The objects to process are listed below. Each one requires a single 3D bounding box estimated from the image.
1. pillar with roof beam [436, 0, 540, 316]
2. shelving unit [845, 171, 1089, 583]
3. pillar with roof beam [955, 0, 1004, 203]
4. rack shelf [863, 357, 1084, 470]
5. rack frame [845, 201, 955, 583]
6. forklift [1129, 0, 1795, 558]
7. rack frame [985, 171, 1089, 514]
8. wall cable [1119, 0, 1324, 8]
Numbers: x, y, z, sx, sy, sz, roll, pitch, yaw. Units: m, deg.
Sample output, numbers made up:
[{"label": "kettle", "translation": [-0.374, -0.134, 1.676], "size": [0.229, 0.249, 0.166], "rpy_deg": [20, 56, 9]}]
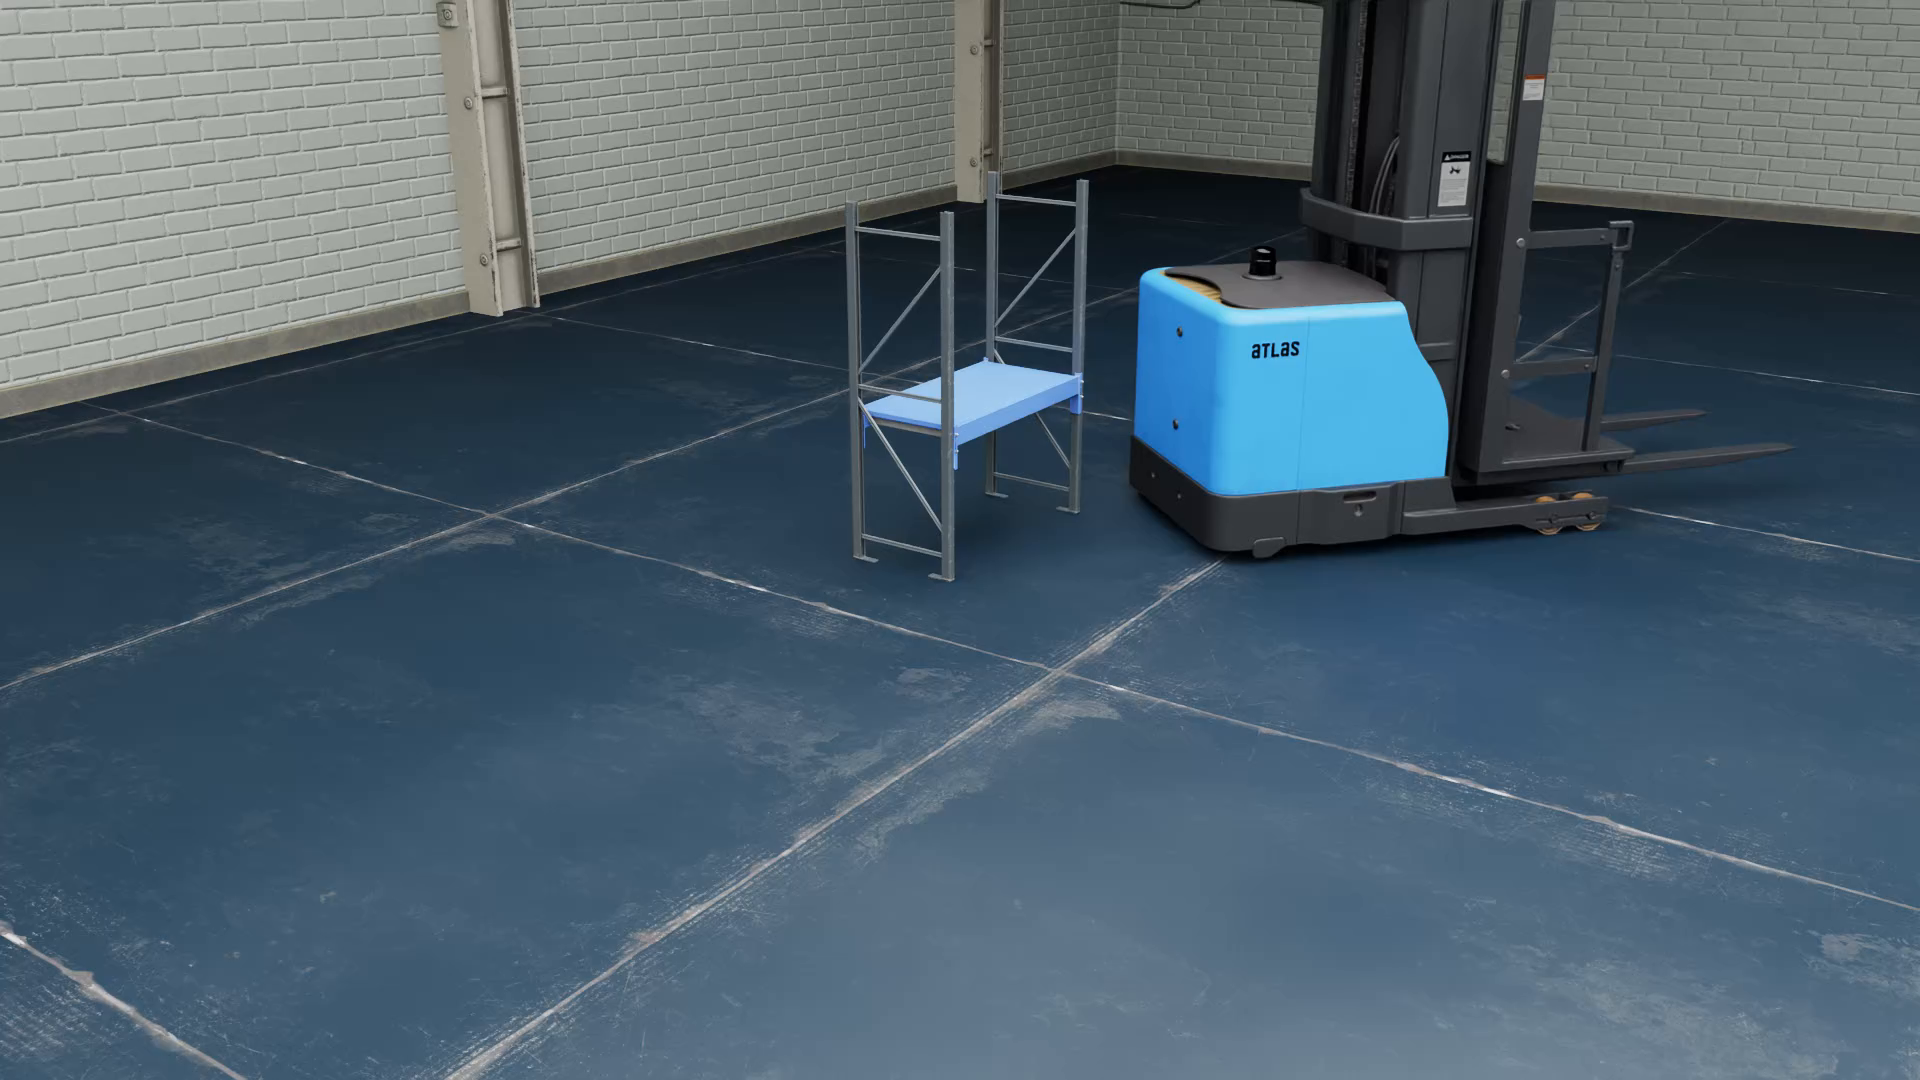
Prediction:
[{"label": "pillar with roof beam", "translation": [0.370, -5.001, 7.814], "size": [9.100, 9.000, 0.400], "rpy_deg": [13, 24, 32]}, {"label": "shelving unit", "translation": [0.048, -0.728, 7.071], "size": [0.538, 1.500, 1.048], "rpy_deg": [13, 24, 32]}, {"label": "pillar with roof beam", "translation": [3.743, -6.723, 12.468], "size": [9.100, 9.000, 0.400], "rpy_deg": [13, 24, 32]}, {"label": "rack shelf", "translation": [0.048, -0.559, 7.133], "size": [0.538, 0.185, 1.000], "rpy_deg": [13, 24, 32]}, {"label": "rack frame", "translation": [-0.238, -0.582, 6.677], "size": [0.500, 1.500, 0.032], "rpy_deg": [13, 24, 32]}, {"label": "forklift", "translation": [2.367, -1.567, 7.277], "size": [3.031, 2.935, 1.130], "rpy_deg": [-6, 21, -15]}, {"label": "rack frame", "translation": [0.334, -0.874, 7.465], "size": [0.500, 1.500, 0.032], "rpy_deg": [13, 24, 32]}, {"label": "wall cable", "translation": [2.932, -6.693, 16.864], "size": [3.097, 2.526, 0.112], "rpy_deg": [13, 24, 32]}]
